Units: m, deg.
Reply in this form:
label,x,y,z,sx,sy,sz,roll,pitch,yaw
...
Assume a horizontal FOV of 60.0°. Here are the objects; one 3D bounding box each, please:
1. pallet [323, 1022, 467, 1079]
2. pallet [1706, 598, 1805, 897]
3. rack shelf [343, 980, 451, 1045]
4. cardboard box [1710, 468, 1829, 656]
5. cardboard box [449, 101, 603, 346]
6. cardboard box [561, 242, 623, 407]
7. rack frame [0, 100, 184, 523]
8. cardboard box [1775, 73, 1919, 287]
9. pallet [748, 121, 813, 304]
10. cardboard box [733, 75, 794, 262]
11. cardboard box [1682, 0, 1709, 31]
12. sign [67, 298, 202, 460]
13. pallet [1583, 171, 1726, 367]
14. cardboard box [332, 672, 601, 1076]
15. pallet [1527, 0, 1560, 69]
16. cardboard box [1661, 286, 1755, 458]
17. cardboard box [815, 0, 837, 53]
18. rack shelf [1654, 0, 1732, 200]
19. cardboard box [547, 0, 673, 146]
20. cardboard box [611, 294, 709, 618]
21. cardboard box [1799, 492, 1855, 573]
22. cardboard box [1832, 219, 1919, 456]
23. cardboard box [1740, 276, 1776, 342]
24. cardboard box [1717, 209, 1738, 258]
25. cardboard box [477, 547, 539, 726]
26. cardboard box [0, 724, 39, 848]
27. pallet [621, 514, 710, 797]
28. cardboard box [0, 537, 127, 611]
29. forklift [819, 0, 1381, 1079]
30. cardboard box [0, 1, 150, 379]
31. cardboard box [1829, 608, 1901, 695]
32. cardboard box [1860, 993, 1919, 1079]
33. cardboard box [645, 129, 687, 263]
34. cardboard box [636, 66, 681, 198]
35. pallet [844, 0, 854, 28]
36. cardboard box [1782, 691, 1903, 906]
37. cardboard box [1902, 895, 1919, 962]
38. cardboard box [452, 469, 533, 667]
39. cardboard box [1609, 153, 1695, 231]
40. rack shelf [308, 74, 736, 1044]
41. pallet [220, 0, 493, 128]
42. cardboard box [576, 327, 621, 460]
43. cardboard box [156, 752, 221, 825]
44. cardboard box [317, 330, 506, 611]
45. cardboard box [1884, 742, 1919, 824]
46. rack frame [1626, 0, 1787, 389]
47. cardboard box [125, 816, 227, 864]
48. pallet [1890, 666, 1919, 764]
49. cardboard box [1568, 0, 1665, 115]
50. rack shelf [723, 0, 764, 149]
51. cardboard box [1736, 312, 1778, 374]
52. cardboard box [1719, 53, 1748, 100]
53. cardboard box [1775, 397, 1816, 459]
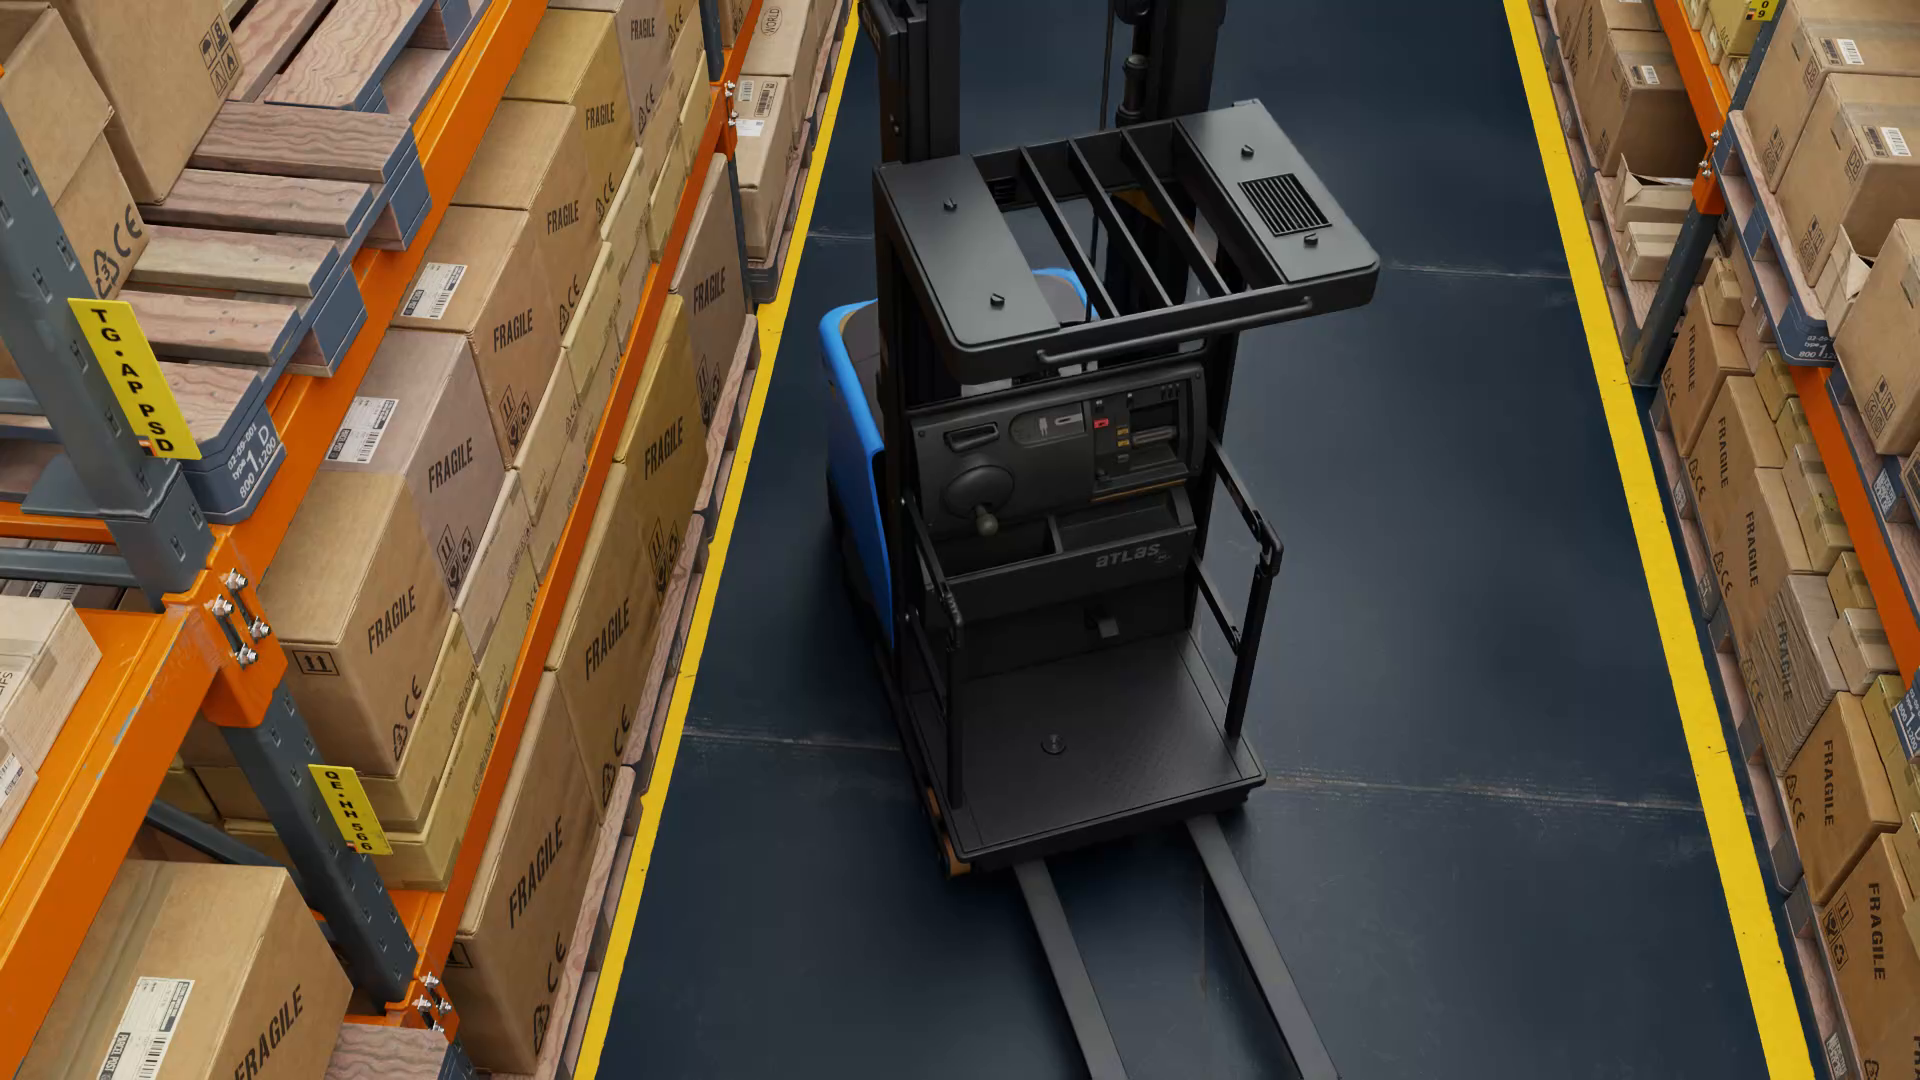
label,x,y,z,sx,sy,sz,roll,pitch,yaw
pallet,-1.780,1.500,3.502,1.213,0.211,1.003,4,48,4
pallet,3.342,0.736,5.960,1.003,0.211,1.213,4,48,4
rack shelf,-2.003,2.616,2.838,1.077,0.370,4.000,4,48,4
cardboard box,3.130,0.096,6.064,0.500,0.500,0.500,3,48,2
cardboard box,-1.385,-0.928,4.847,0.500,0.500,0.500,5,48,4
cardboard box,-1.364,-0.687,5.134,0.500,0.250,0.500,5,48,4
rack frame,-1.821,-1.121,1.703,1.000,3.000,0.127,4,48,4
cardboard box,3.173,-1.159,5.451,0.700,0.500,0.500,4,48,4
pallet,-1.309,-1.648,8.140,1.003,0.211,1.213,4,48,4
cardboard box,-1.292,-1.766,7.811,0.875,0.438,0.875,3,48,3
cardboard box,3.266,-2.256,6.977,0.380,0.149,0.250,5,48,5
sign,-1.281,-0.245,2.584,0.100,0.325,0.005,4,48,4
pallet,3.550,-1.268,7.792,1.003,0.211,1.213,4,48,4
cardboard box,-1.675,0.977,5.004,0.875,0.875,0.875,3,48,3
pallet,3.773,-3.061,9.432,1.003,0.211,1.213,4,48,4
cardboard box,3.219,-0.662,6.758,0.500,0.500,0.500,6,48,5
cardboard box,-1.128,-3.087,9.018,0.875,0.438,0.875,5,48,5
rack shelf,3.669,-2.931,7.912,1.077,0.370,4.000,4,48,4
cardboard box,-1.287,-1.681,5.535,0.500,0.500,0.500,5,48,4
cardboard box,-1.508,-0.335,6.205,0.875,0.875,0.875,5,48,5
cardboard box,3.133,-0.012,5.724,0.380,0.149,0.250,5,48,5
cardboard box,3.101,-0.582,4.923,0.700,0.500,0.500,4,48,3
cardboard box,3.213,-0.882,6.318,0.380,0.149,0.250,2,48,2
cardboard box,3.782,-1.408,7.569,0.500,0.311,0.500,5,48,5
cardboard box,-1.497,0.233,4.631,0.500,0.250,0.500,3,48,2
cardboard box,-1.655,0.405,2.510,0.380,0.149,0.250,4,48,4
pallet,-1.560,0.377,6.288,1.003,0.211,1.213,4,48,4
cardboard box,-2.034,0.135,3.874,0.500,0.500,0.500,3,48,2
forklift,0.379,-0.172,4.947,1.130,2.935,3.031,-13,49,-11
cardboard box,-1.937,-0.572,2.879,0.797,0.503,0.637,1,48,1
cardboard box,3.064,0.366,5.379,0.380,0.149,0.250,2,48,2
cardboard box,2.947,1.612,4.678,0.500,0.500,0.500,5,48,5
cardboard box,-1.294,-1.264,6.001,0.500,0.250,0.500,3,48,3
cardboard box,-1.293,-1.445,5.828,0.500,0.250,0.500,5,48,4
pallet,-1.087,-3.441,9.780,1.003,0.211,1.213,4,48,4
cardboard box,3.048,0.860,5.366,0.500,0.500,0.500,6,48,5
cardboard box,2.909,1.135,4.674,0.380,0.149,0.250,2,48,2
cardboard box,-1.481,0.050,4.460,0.500,0.250,0.500,5,48,4
cardboard box,3.278,-1.615,7.788,0.396,0.266,0.258,5,48,5
rack shelf,-1.639,-0.323,5.526,1.077,0.370,4.000,4,48,4
pallet,-1.716,-1.343,4.067,1.003,0.211,1.213,6,48,5
cardboard box,-1.402,-0.515,5.315,0.500,0.250,0.500,4,48,4
cardboard box,-2.030,0.413,4.128,0.500,0.250,0.500,4,48,3
cardboard box,-1.497,-0.178,4.161,0.500,0.500,0.500,4,48,4
cardboard box,3.046,0.754,5.023,0.380,0.149,0.250,5,48,5
rack frame,3.487,-1.704,6.302,1.000,3.000,0.127,4,48,4
cardboard box,-2.033,0.566,4.328,0.500,0.250,0.500,2,48,2
pallet,3.114,0.797,4.144,1.213,0.211,1.003,4,48,4
cardboard box,3.437,-2.491,8.431,0.500,0.500,0.500,5,48,4
rack shelf,-1.274,-3.262,8.214,1.077,0.370,4.000,4,48,4
cardboard box,3.241,-0.767,6.414,0.380,0.149,0.250,3,48,2
cardboard box,3.264,-1.871,6.624,0.380,0.149,0.250,4,48,4
cardboard box,3.218,-0.375,6.056,0.380,0.149,0.250,3,48,3
